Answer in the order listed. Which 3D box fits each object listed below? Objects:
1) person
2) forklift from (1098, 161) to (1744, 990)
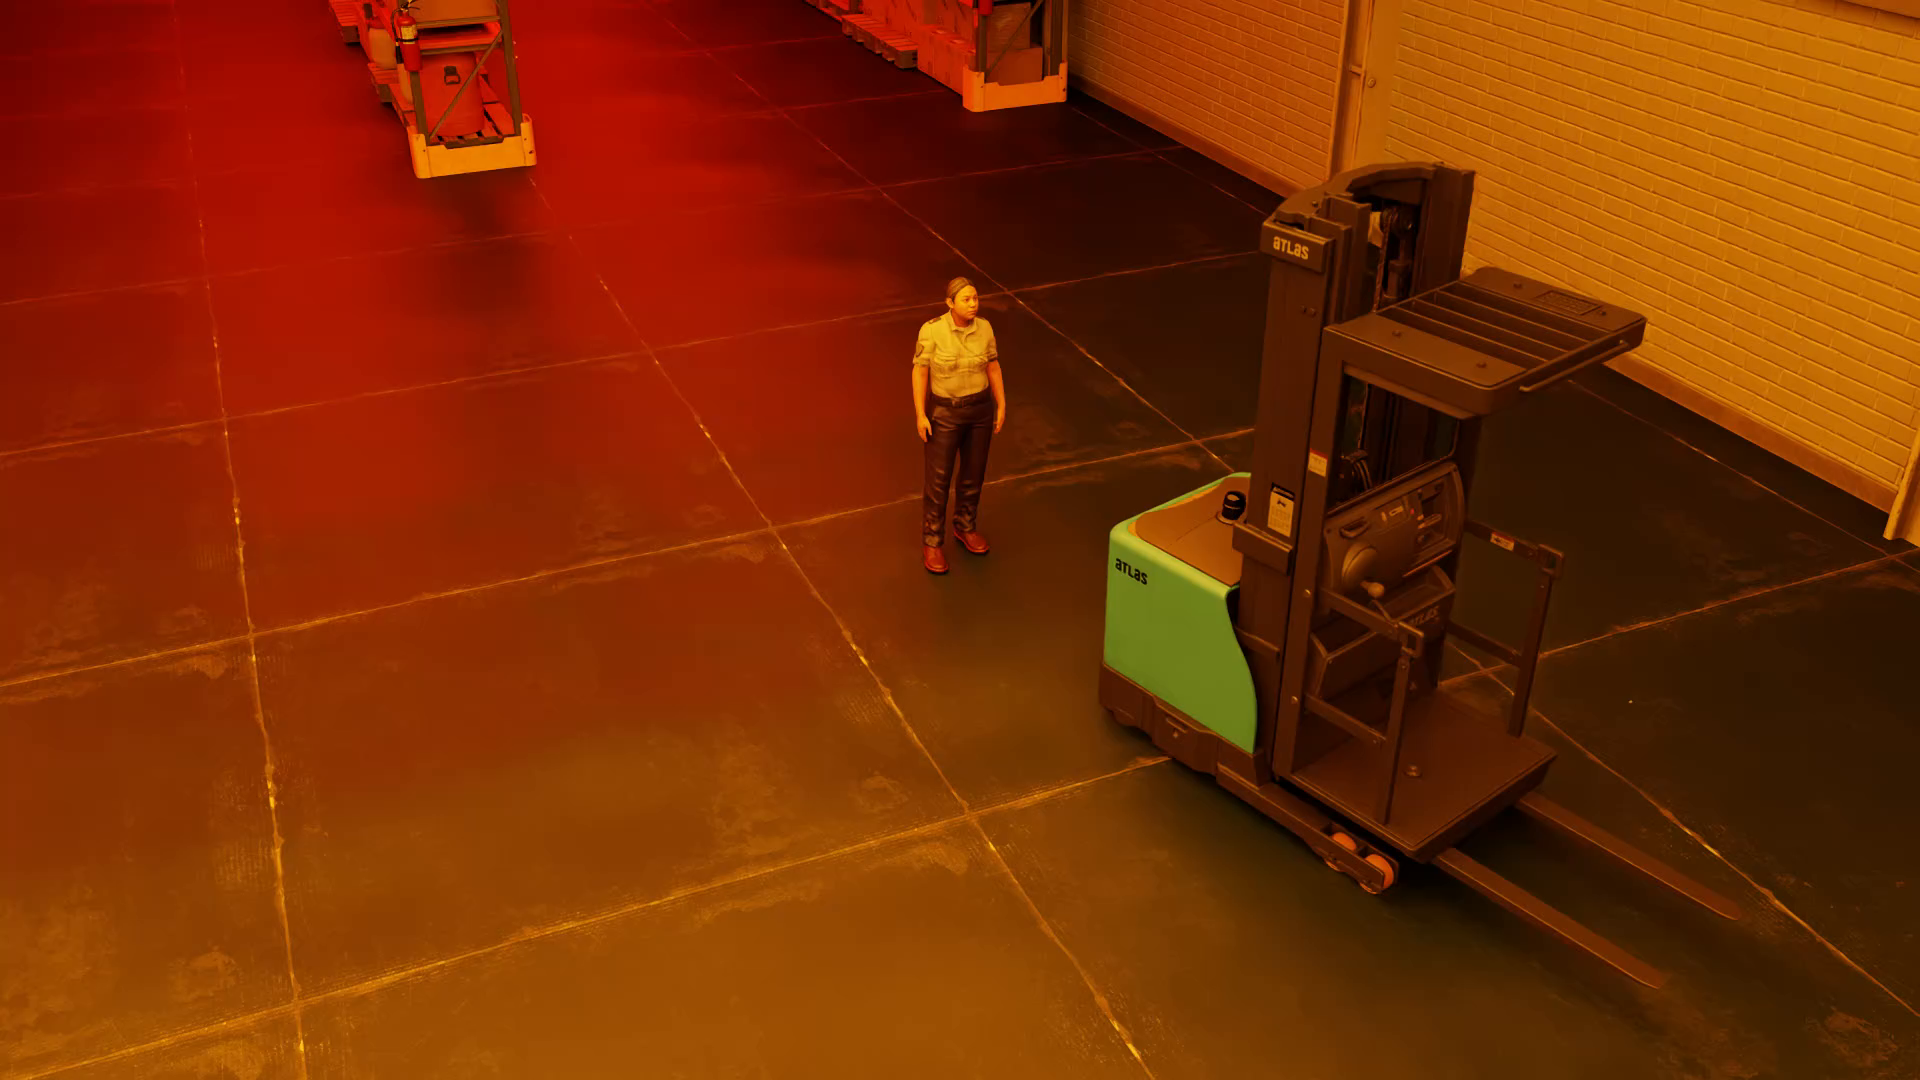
[{"bbox_3d":[0.015,-0.672,9.584,0.599,1.640,0.503,-12,32,-20],"label":"person"},{"bbox_3d":[2.035,0.004,7.113,1.130,2.935,3.031,-22,37,-34],"label":"forklift"}]
